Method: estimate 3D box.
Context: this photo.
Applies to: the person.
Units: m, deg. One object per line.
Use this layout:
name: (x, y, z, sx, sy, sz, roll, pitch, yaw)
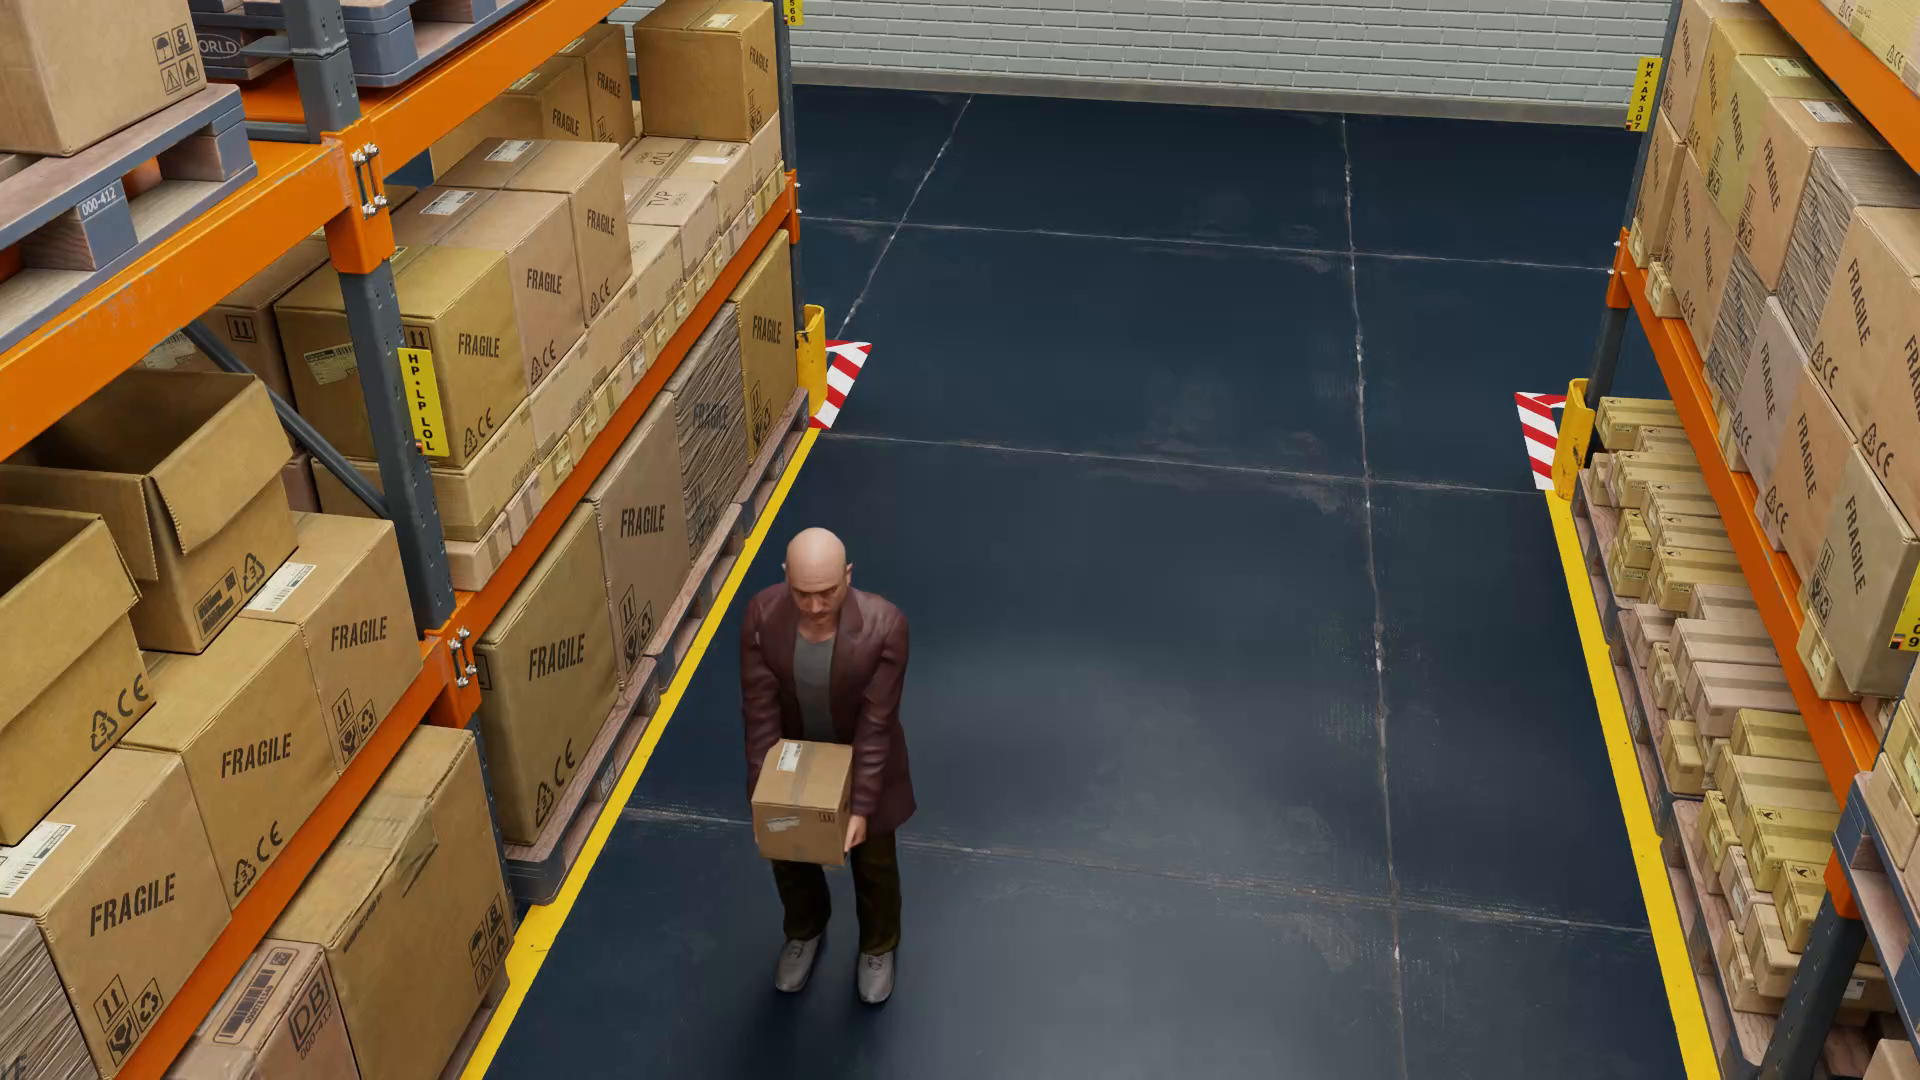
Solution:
person: (-0.413, 0.709, 5.038, 0.531, 1.760, 0.591, 5, 32, 7)
